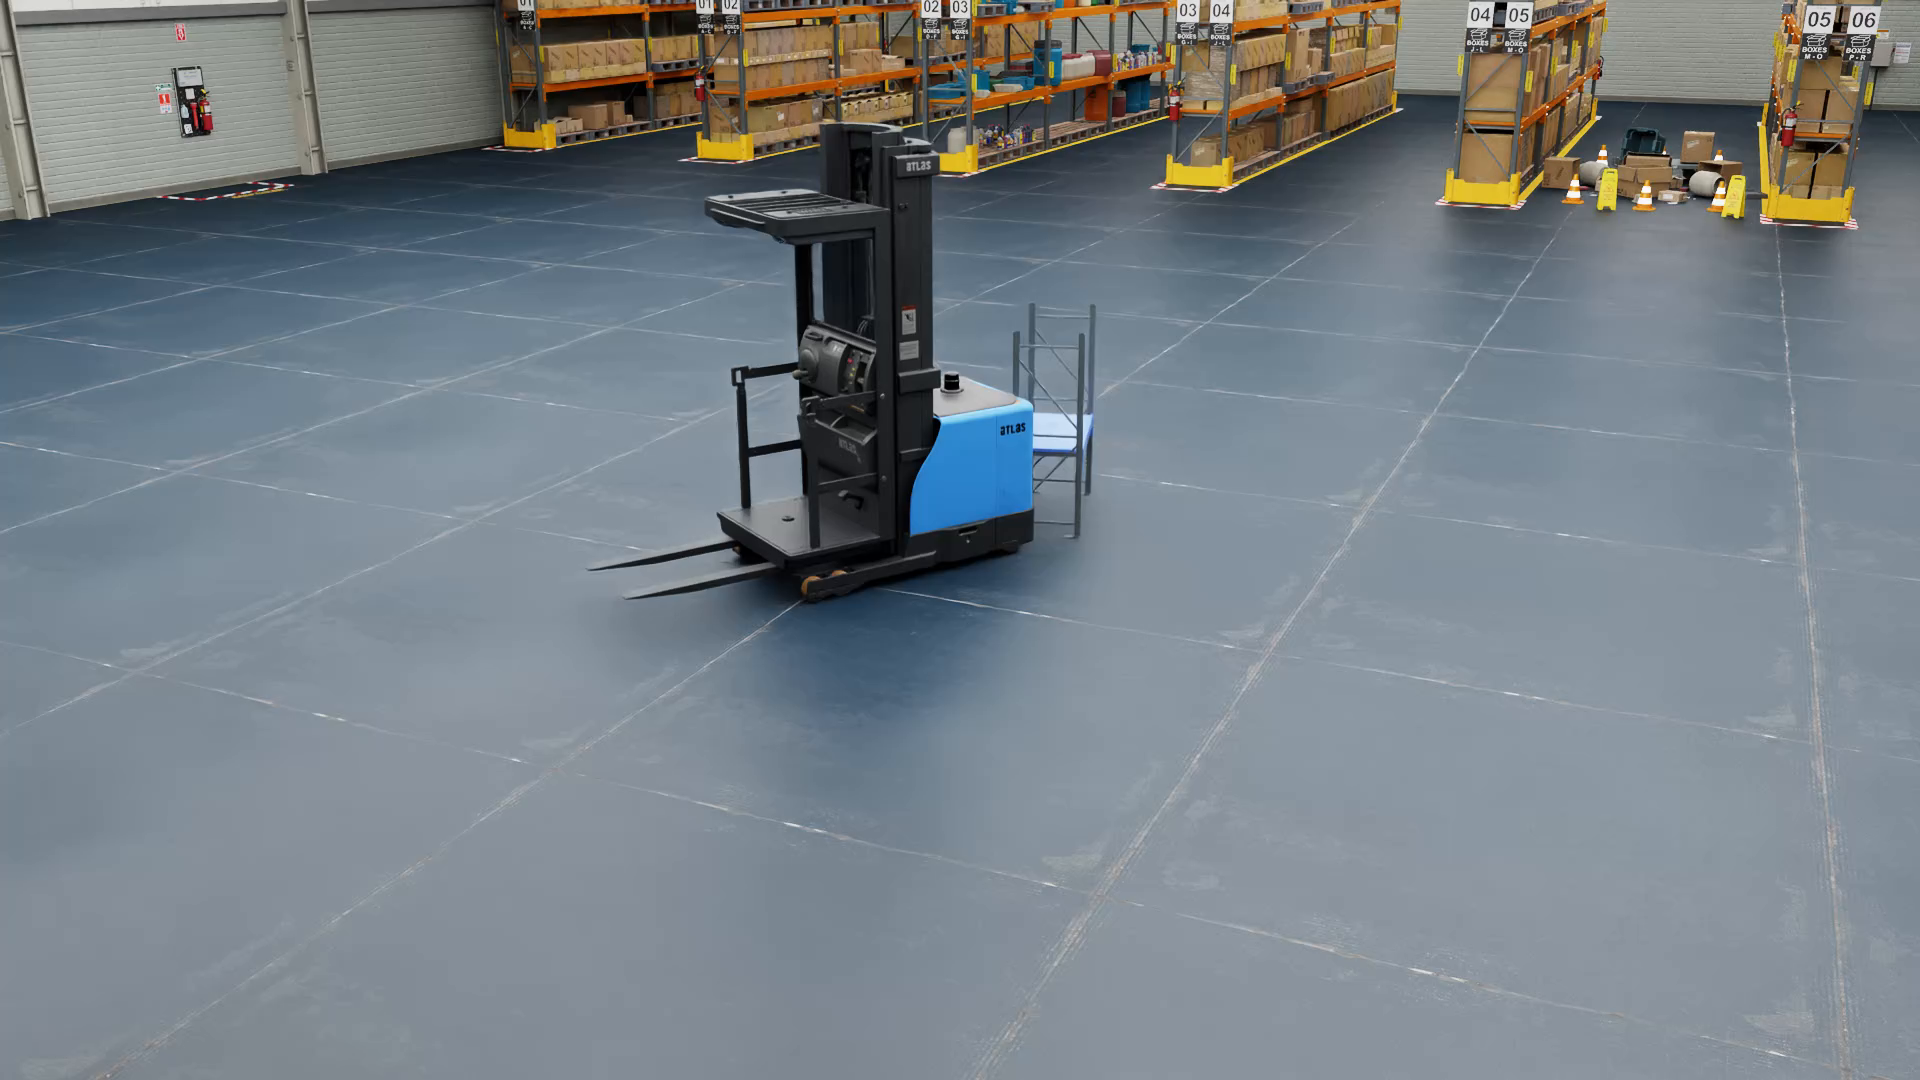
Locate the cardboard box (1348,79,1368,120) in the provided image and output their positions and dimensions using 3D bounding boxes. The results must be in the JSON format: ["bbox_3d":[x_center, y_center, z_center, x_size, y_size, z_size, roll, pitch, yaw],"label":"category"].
[{"bbox_3d":[8.955,-10.488,39.527,1.225,0.875,0.875,9,21,23],"label":"cardboard box"}]

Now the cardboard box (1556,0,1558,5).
[{"bbox_3d":[10.549,-9.717,29.938,0.380,0.149,0.250,8,21,22],"label":"cardboard box"}]

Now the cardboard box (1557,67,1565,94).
[{"bbox_3d":[11.695,-9.123,32.995,0.500,0.500,0.500,8,21,22],"label":"cardboard box"}]

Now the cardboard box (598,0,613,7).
[{"bbox_3d":[-8.026,-12.037,36.683,0.500,0.500,0.500,8,21,21],"label":"cardboard box"}]

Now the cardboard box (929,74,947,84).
[{"bbox_3d":[-0.667,-11.813,42.663,0.500,0.250,0.500,9,21,23],"label":"cardboard box"}]

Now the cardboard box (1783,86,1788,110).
[{"bbox_3d":[14.128,-7.467,27.895,0.500,0.500,0.500,8,21,22],"label":"cardboard box"}]

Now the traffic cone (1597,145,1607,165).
[{"bbox_3d":[12.334,-7.340,31.918,0.336,0.463,0.334,9,21,23],"label":"traffic cone"}]

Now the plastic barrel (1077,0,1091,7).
[{"bbox_3d":[2.735,-11.874,36.610,0.301,0.262,0.301,0,20,0],"label":"plastic barrel"}]

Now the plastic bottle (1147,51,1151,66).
[{"bbox_3d":[4.603,-11.820,40.802,0.144,0.351,0.185,9,21,23],"label":"plastic bottle"}]

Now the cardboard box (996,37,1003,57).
[{"bbox_3d":[0.827,-13.173,44.382,0.500,0.500,0.500,9,21,24],"label":"cardboard box"}]

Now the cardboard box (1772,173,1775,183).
[{"bbox_3d":[13.840,-5.966,27.744,0.500,0.250,0.500,8,21,21],"label":"cardboard box"}]

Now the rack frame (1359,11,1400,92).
[{"bbox_3d":[10.837,-12.712,43.238,1.000,3.000,0.127,9,21,23],"label":"rack frame"}]

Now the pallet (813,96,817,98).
[{"bbox_3d":[-4.605,-11.969,45.308,1.003,0.211,1.213,9,21,23],"label":"pallet"}]

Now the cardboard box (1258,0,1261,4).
[{"bbox_3d":[5.328,-9.962,30.655,0.380,0.149,0.250,8,21,21],"label":"cardboard box"}]

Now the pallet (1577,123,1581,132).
[{"bbox_3d":[13.926,-9.675,38.857,1.003,0.211,1.213,9,21,23],"label":"pallet"}]

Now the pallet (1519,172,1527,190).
[{"bbox_3d":[9.526,-6.423,29.714,1.003,0.211,1.213,9,21,23],"label":"pallet"}]

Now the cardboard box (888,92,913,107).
[{"bbox_3d":[-1.465,-10.600,39.938,0.500,0.311,0.500,9,22,24],"label":"cardboard box"}]

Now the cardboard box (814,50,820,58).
[{"bbox_3d":[-3.237,-10.489,35.869,0.380,0.149,0.250,8,21,21],"label":"cardboard box"}]

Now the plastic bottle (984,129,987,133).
[{"bbox_3d":[0.513,-8.359,34.394,0.061,0.283,0.133,10,22,25],"label":"plastic bottle"}]

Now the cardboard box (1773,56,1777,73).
[{"bbox_3d":[19.013,-10.981,38.220,0.500,0.500,0.500,8,21,22],"label":"cardboard box"}]

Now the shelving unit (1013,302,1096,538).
[{"bbox_3d":[0.696,-0.905,12.274,0.538,1.500,1.048,3,20,8],"label":"shelving unit"}]

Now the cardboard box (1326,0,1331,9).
[{"bbox_3d":[7.590,-11.431,35.381,0.500,0.250,0.500,9,21,23],"label":"cardboard box"}]

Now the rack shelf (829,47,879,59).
[{"bbox_3d":[-3.539,-13.801,47.373,1.077,0.370,4.000,9,21,23],"label":"rack shelf"}]

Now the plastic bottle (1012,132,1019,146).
[{"bbox_3d":[1.123,-8.205,33.971,0.152,0.276,0.135,9,21,24],"label":"plastic bottle"}]

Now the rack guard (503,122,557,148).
[{"bbox_3d":[-9.241,-8.706,35.702,1.175,0.500,0.348,9,21,23],"label":"rack guard"}]

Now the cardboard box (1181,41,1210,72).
[{"bbox_3d":[4.285,-8.682,29.819,0.500,0.500,0.500,9,21,23],"label":"cardboard box"}]

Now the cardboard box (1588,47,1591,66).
[{"bbox_3d":[14.312,-11.235,38.489,0.500,0.500,0.500,9,21,23],"label":"cardboard box"}]

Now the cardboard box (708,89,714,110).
[{"bbox_3d":[-6.560,-10.967,41.403,0.700,0.500,0.500,9,21,23],"label":"cardboard box"}]

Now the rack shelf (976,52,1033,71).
[{"bbox_3d":[0.982,-13.122,45.465,1.077,0.370,4.000,9,21,23],"label":"rack shelf"}]

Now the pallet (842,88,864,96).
[{"bbox_3d":[-3.477,-12.811,47.676,1.003,0.211,1.213,9,21,23],"label":"pallet"}]

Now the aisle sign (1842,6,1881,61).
[{"bbox_3d":[13.584,-7.625,25.053,0.394,0.787,0.004,9,21,23],"label":"aisle sign"}]

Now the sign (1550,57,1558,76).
[{"bbox_3d":[10.914,-8.702,30.551,0.100,0.325,0.005,9,21,23],"label":"sign"}]

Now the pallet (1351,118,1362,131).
[{"bbox_3d":[8.952,-9.930,39.574,1.003,0.211,1.213,9,21,23],"label":"pallet"}]

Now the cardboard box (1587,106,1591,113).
[{"bbox_3d":[15.283,-10.574,40.852,0.380,0.149,0.250,9,22,24],"label":"cardboard box"}]

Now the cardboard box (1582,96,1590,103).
[{"bbox_3d":[14.967,-10.614,40.076,0.380,0.149,0.250,9,22,25],"label":"cardboard box"}]

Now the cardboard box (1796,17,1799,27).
[{"bbox_3d":[14.005,-8.536,27.391,0.380,0.149,0.250,8,21,22],"label":"cardboard box"}]

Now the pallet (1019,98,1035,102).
[{"bbox_3d":[1.444,-12.492,46.779,1.003,0.211,1.213,9,21,23],"label":"pallet"}]

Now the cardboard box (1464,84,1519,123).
[{"bbox_3d":[8.880,-7.300,27.795,0.875,0.550,0.550,9,21,23],"label":"cardboard box"}]

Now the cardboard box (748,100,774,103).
[{"bbox_3d":[-4.201,-9.103,35.445,0.500,0.500,0.500,9,21,23],"label":"cardboard box"}]

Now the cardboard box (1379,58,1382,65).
[{"bbox_3d":[10.261,-11.893,41.308,0.380,0.149,0.250,8,21,21],"label":"cardboard box"}]

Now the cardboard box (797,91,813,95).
[{"bbox_3d":[-4.505,-12.497,45.214,0.750,0.750,0.750,9,21,23],"label":"cardboard box"}]

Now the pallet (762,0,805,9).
[{"bbox_3d":[-3.939,-11.140,34.472,1.003,0.211,1.213,9,21,23],"label":"pallet"}]

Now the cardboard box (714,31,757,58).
[{"bbox_3d":[-4.526,-9.997,33.518,0.700,0.500,0.500,9,21,23],"label":"cardboard box"}]

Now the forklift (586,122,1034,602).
[{"bbox_3d":[-0.989,-1.180,10.914,3.031,2.935,1.130,-12,23,-31],"label":"forklift"}]

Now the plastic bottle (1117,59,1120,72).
[{"bbox_3d":[3.691,-11.074,38.804,0.061,0.283,0.133,9,21,23],"label":"plastic bottle"}]

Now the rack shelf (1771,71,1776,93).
[{"bbox_3d":[19.059,-10.402,37.816,1.077,0.370,4.000,9,21,23],"label":"rack shelf"}]

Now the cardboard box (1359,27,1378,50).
[{"bbox_3d":[9.837,-12.173,40.383,0.500,0.500,0.500,9,21,23],"label":"cardboard box"}]

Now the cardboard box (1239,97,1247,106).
[{"bbox_3d":[5.048,-8.060,30.531,0.380,0.149,0.250,9,21,23],"label":"cardboard box"}]

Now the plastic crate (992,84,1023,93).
[{"bbox_3d":[0.971,-9.068,33.385,0.530,0.136,0.437,9,21,23],"label":"plastic crate"}]

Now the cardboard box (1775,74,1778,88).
[{"bbox_3d":[17.171,-9.496,34.419,0.500,0.250,0.500,8,21,22],"label":"cardboard box"}]

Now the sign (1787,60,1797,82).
[{"bbox_3d":[12.828,-7.238,25.646,0.100,0.325,0.005,9,21,23],"label":"sign"}]

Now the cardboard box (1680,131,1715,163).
[{"bbox_3d":[13.328,-7.098,30.052,0.500,0.500,0.500,9,21,23],"label":"cardboard box"}]
